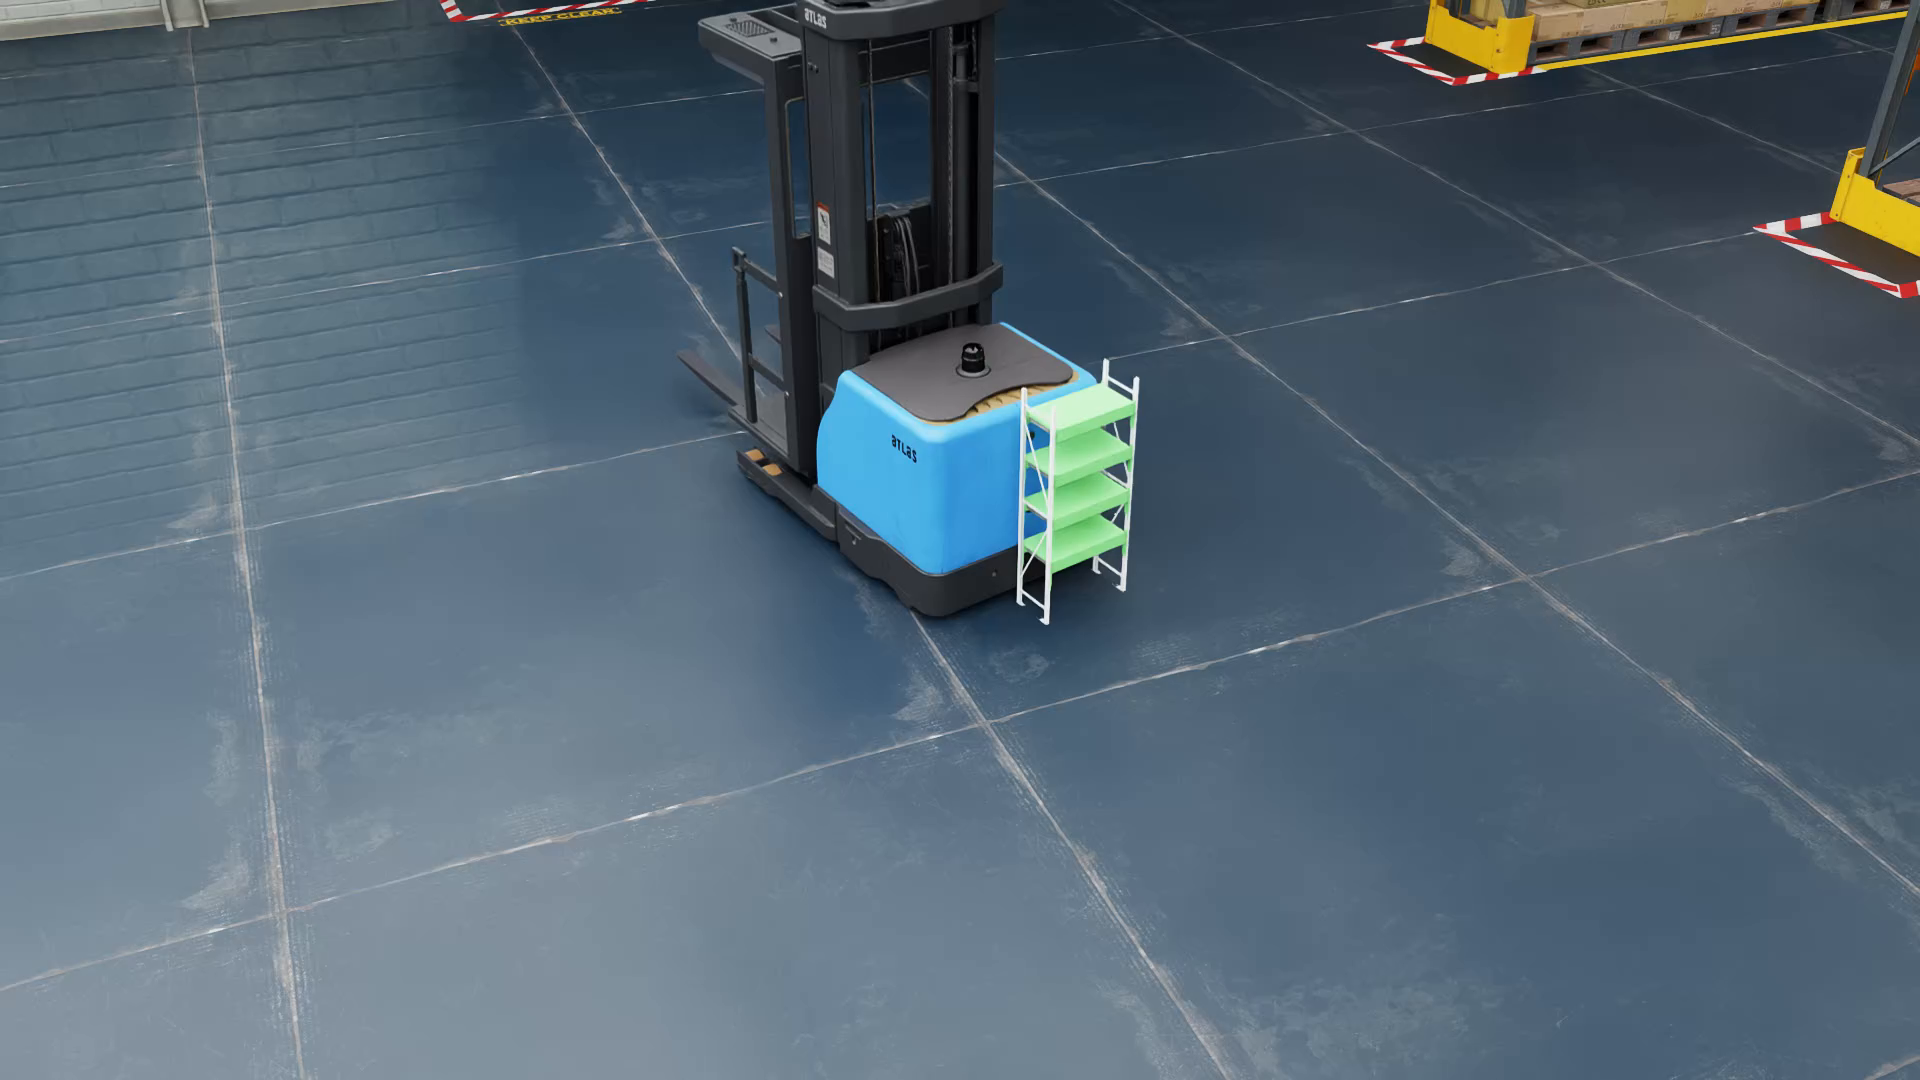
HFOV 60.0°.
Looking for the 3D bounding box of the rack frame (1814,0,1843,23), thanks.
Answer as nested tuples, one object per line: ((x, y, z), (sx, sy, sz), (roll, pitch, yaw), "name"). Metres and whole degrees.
((8.611, -6.736, 16.352), (0.127, 3.000, 1.000), (-13, 35, -19), "rack frame")

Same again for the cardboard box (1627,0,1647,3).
((6.420, -5.449, 15.823), (0.500, 0.500, 0.500), (-13, 35, -19), "cardboard box")

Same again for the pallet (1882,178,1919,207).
((7.640, -2.440, 12.306), (1.213, 0.211, 1.003), (-13, 35, -19), "pallet")

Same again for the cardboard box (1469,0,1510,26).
((5.303, -5.177, 16.092), (0.500, 0.250, 0.500), (-13, 35, -19), "cardboard box")

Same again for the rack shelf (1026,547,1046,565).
((0.557, 0.011, 8.137), (0.442, 0.029, 0.199), (-21, 39, -29), "rack shelf")

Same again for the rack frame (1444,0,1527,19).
((4.923, -5.892, 15.054), (0.127, 3.000, 1.000), (-13, 35, -19), "rack frame")

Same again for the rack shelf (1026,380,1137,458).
((0.557, -0.568, 7.760), (0.480, 0.148, 0.258), (-21, 39, -29), "rack shelf")

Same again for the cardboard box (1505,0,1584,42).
((5.504, -4.916, 15.692), (0.500, 0.250, 0.500), (-13, 35, -19), "cardboard box")

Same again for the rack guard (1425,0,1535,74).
((4.901, -4.839, 15.728), (0.348, 0.500, 1.175), (-13, 35, -19), "rack guard")

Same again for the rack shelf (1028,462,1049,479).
((0.557, -0.391, 7.875), (0.442, 0.029, 0.199), (-21, 39, -29), "rack shelf")

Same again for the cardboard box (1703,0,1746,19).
((7.348, -5.338, 16.340), (0.500, 0.250, 0.500), (-13, 35, -19), "cardboard box")

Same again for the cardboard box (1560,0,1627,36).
((5.963, -5.024, 15.857), (0.500, 0.250, 0.500), (-13, 35, -19), "cardboard box")

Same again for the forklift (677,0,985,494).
((-0.576, -1.617, 8.547), (1.121, 2.935, 3.031), (-21, 39, -29), "forklift")

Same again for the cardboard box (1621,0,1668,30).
((6.425, -5.129, 16.019), (0.500, 0.250, 0.500), (-13, 35, -19), "cardboard box")

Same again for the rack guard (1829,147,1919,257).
((6.889, -2.392, 11.968), (0.348, 0.500, 1.175), (-13, 35, -19), "rack guard")

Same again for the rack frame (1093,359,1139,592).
((0.755, -0.297, 8.106), (0.015, 1.200, 0.240), (-21, 39, -29), "rack frame")

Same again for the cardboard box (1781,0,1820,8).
((8.268, -5.552, 16.668), (0.500, 0.250, 0.500), (-13, 35, -19), "cardboard box")

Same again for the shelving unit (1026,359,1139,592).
((0.562, -0.221, 7.990), (0.492, 1.200, 0.258), (-21, 39, -29), "shelving unit")

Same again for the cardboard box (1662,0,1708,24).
((6.888, -5.232, 16.177), (0.500, 0.250, 0.500), (-13, 35, -19), "cardboard box")

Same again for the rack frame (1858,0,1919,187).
((6.837, -3.400, 11.225), (0.127, 3.000, 1.000), (-13, 35, -19), "rack frame")

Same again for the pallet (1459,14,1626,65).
((5.612, -4.905, 16.095), (1.213, 0.211, 1.003), (-13, 35, -19), "pallet")

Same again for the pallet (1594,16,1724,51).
((6.735, -5.161, 16.488), (1.213, 0.211, 1.003), (-13, 35, -19), "pallet")

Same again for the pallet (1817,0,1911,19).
((9.276, -5.743, 17.382), (1.213, 0.211, 1.003), (-13, 35, -19), "pallet")

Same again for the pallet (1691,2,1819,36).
((7.862, -5.421, 16.887), (1.213, 0.211, 1.003), (-13, 35, -19), "pallet")
